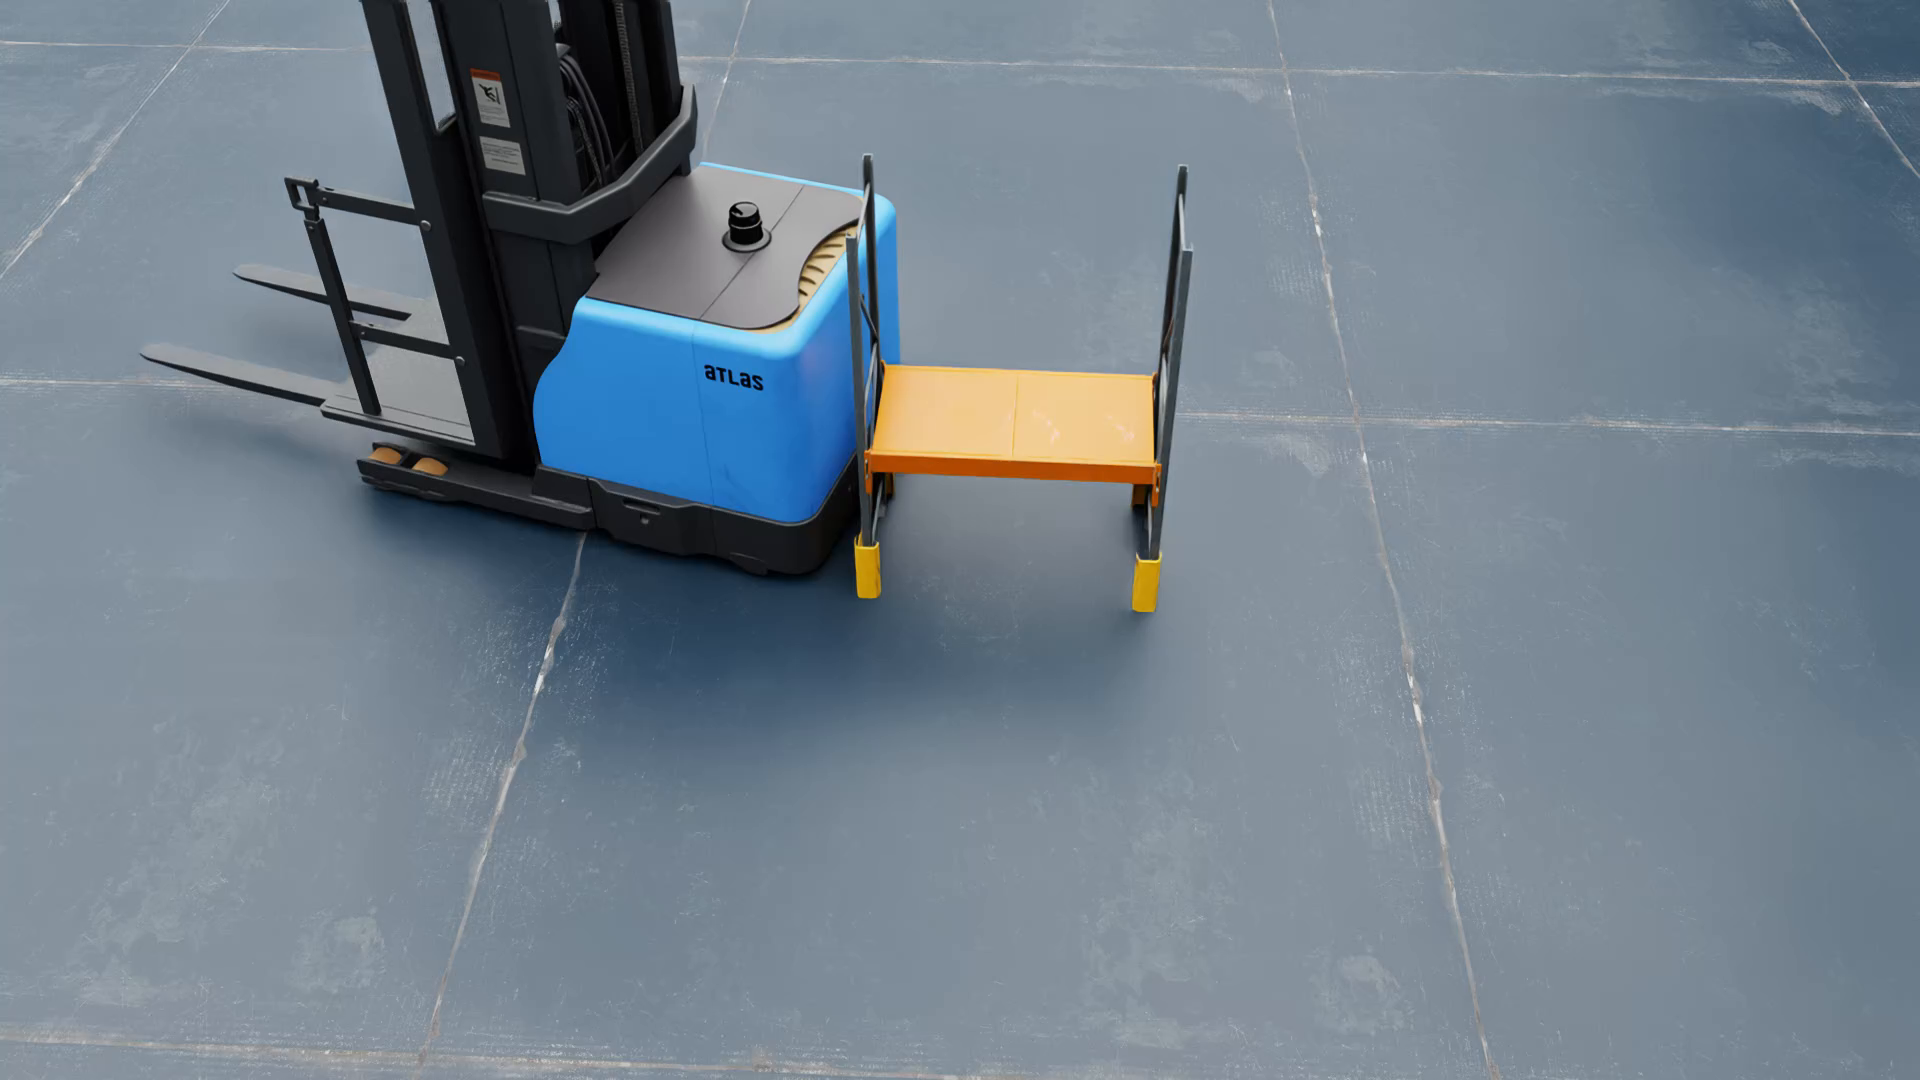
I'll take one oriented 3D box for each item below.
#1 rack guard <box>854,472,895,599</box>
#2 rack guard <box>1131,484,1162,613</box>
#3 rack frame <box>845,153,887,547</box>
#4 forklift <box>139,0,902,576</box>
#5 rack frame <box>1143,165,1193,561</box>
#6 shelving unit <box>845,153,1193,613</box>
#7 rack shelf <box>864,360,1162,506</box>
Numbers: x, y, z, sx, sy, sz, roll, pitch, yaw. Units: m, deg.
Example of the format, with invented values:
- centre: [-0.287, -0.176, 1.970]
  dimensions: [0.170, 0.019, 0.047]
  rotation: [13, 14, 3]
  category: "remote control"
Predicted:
- centre: [-0.313, -0.078, 6.150]
  dimensions: [0.087, 0.250, 0.587]
  rotation: [3, 43, 3]
  category: "rack guard"
- centre: [0.680, -0.031, 6.100]
  dimensions: [0.087, 0.250, 0.587]
  rotation: [3, 43, 3]
  category: "rack guard"
- centre: [-0.314, -0.535, 5.724]
  dimensions: [0.032, 1.500, 0.500]
  rotation: [3, 43, 3]
  category: "rack frame"
- centre: [-1.791, -1.548, 5.762]
  dimensions: [3.031, 2.935, 1.130]
  rotation: [13, 45, 14]
  category: "forklift"
- centre: [0.700, -0.488, 5.673]
  dimensions: [0.032, 1.500, 0.500]
  rotation: [3, 43, 3]
  category: "rack frame"
- centre: [0.184, -0.512, 5.699]
  dimensions: [1.083, 1.500, 0.587]
  rotation: [3, 43, 3]
  category: "shelving unit"
- centre: [0.193, -0.380, 5.821]
  dimensions: [1.000, 0.185, 0.538]
  rotation: [3, 43, 3]
  category: "rack shelf"
